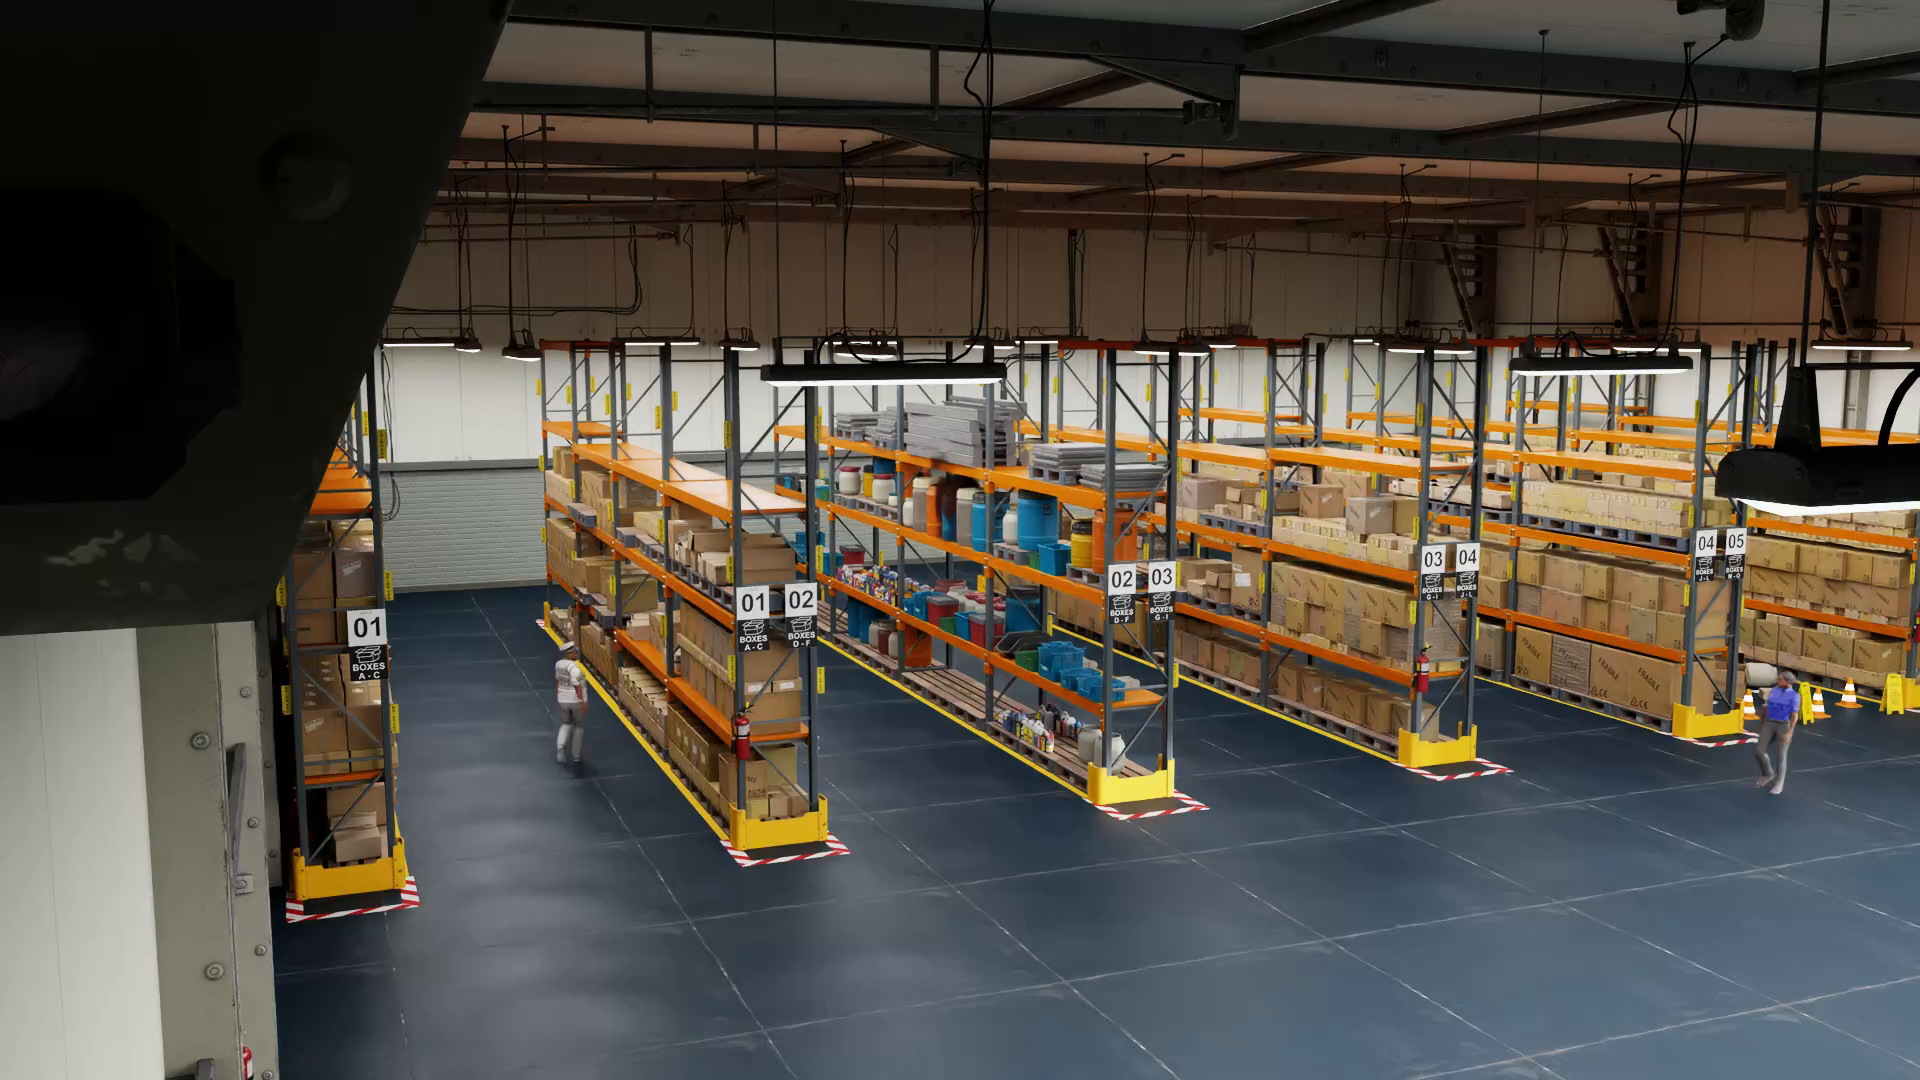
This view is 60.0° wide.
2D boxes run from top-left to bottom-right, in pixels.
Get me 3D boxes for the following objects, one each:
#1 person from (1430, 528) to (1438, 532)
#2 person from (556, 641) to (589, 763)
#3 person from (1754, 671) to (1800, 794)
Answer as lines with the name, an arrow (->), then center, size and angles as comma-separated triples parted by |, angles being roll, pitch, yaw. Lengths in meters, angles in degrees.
person -> 10.464, 0.634, 37.134 | 0.524, 1.809, 0.622 | 0, 7, -3
person -> -5.616, 2.330, 23.966 | 0.521, 1.766, 0.574 | 2, 8, 12
person -> 11.064, 2.609, 22.561 | 0.481, 1.649, 0.529 | -7, 10, -44
